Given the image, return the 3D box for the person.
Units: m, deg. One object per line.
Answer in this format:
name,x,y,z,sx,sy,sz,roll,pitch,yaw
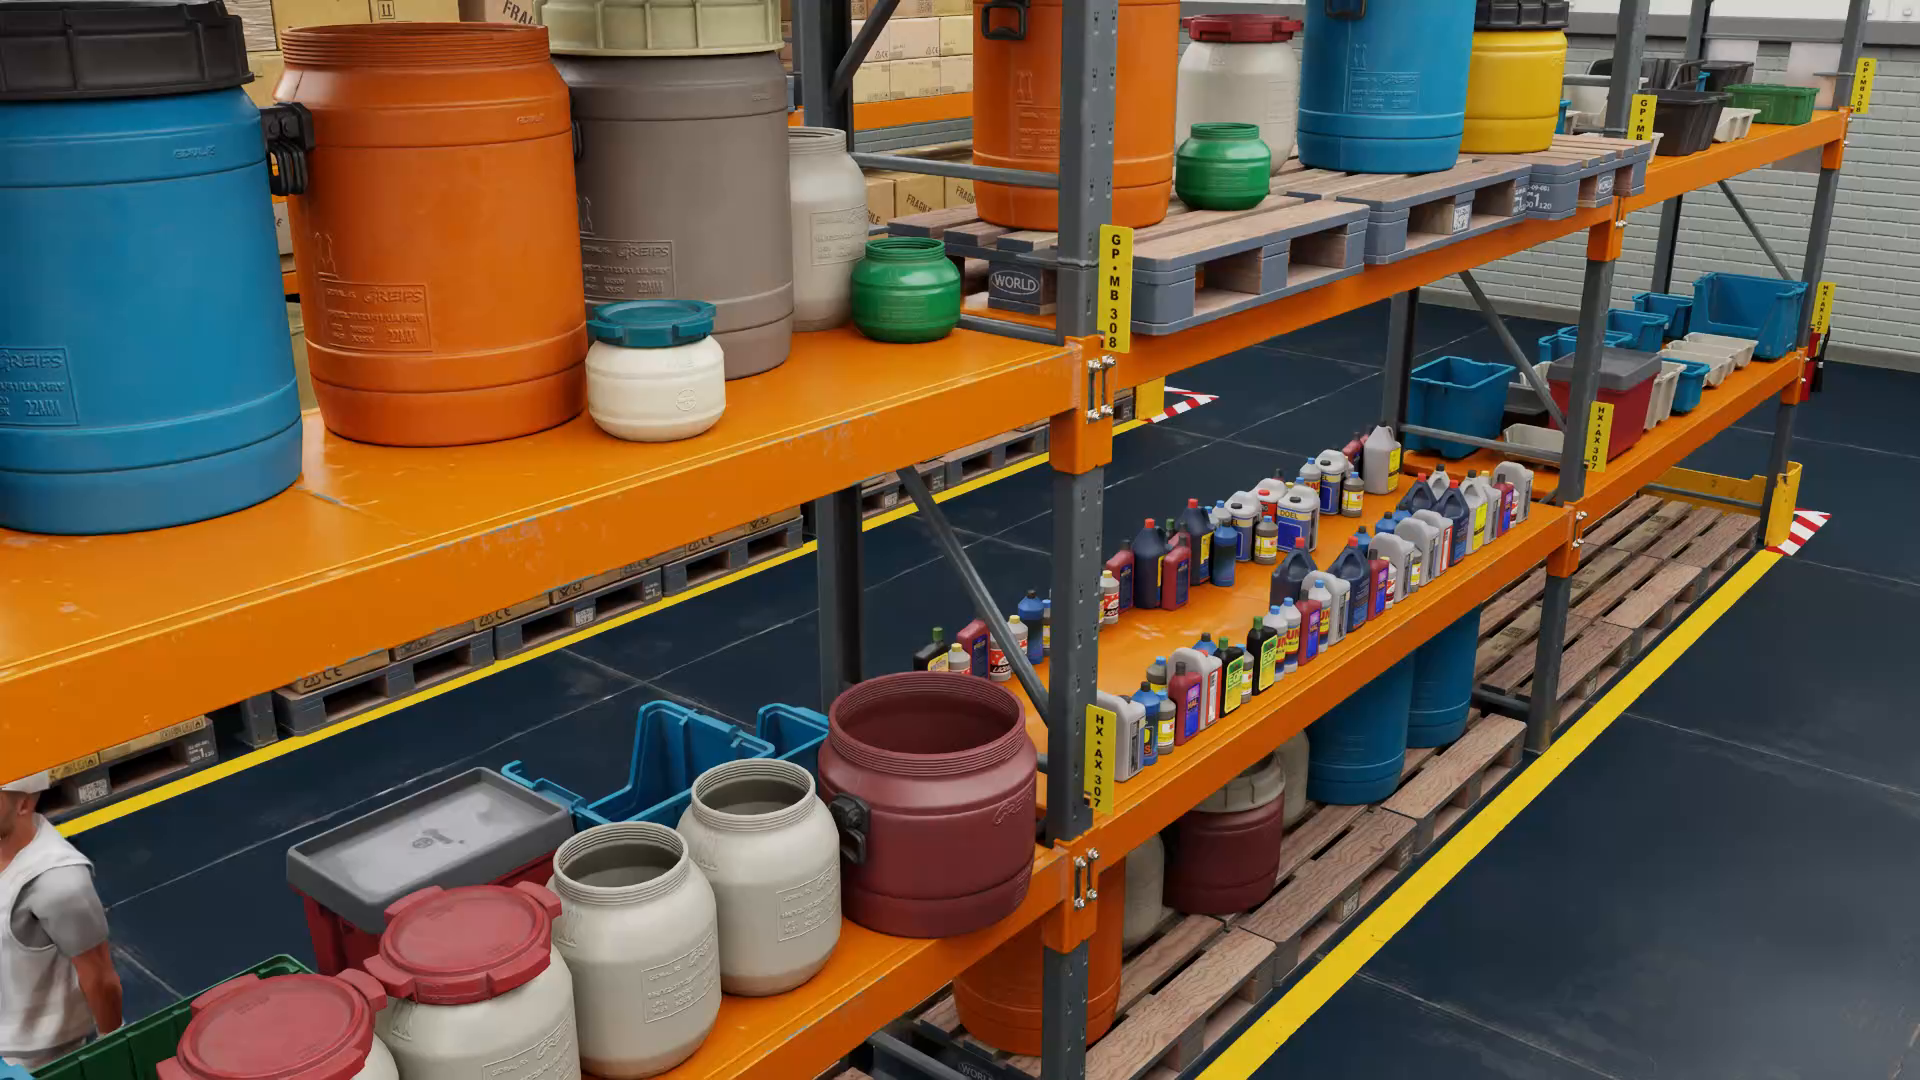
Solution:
person,-2.643,1.376,4.759,0.528,1.752,0.990,18,26,40
